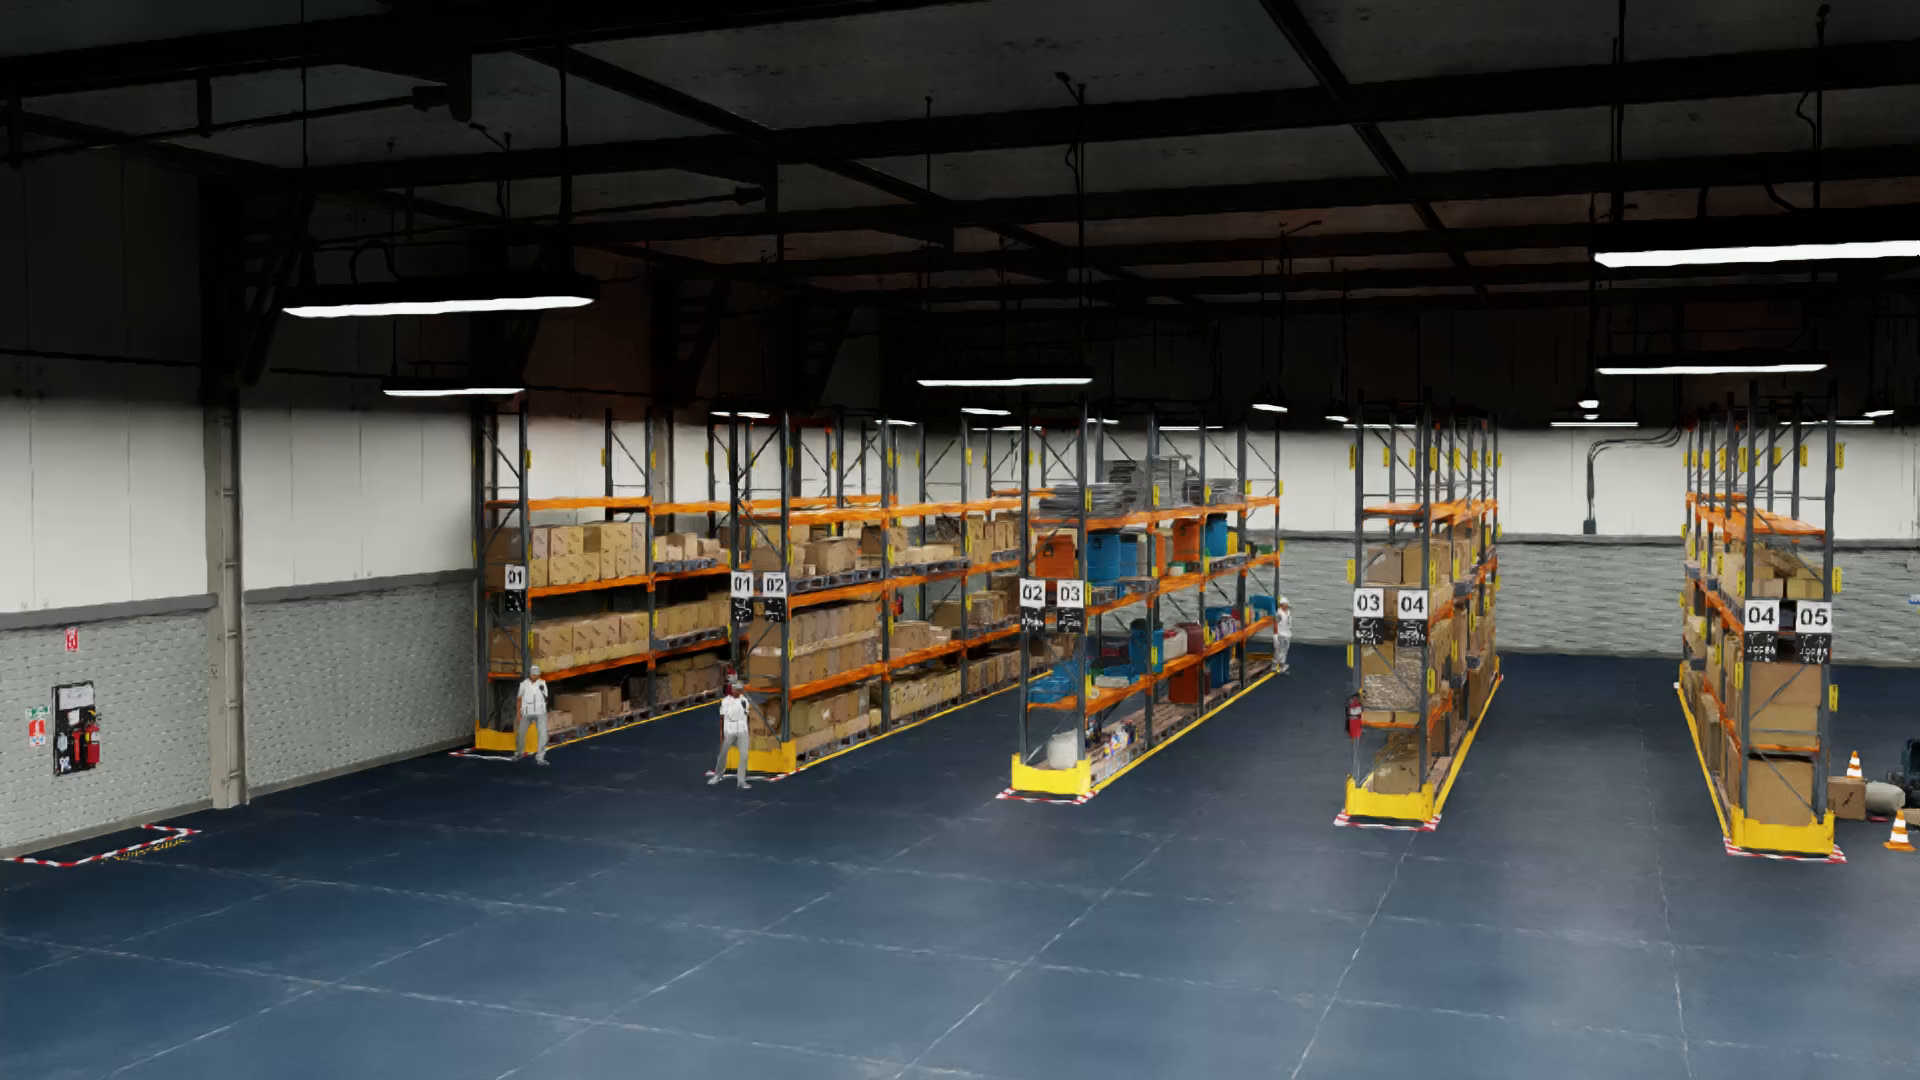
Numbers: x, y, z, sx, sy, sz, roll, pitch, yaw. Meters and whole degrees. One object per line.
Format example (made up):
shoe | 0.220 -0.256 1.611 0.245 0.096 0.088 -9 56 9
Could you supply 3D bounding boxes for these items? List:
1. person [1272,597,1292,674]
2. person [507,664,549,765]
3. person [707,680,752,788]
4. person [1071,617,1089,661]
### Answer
person | 7.502 2.227 38.785 0.578 1.794 0.400 -3 4 -44
person | -7.092 2.852 27.302 0.672 1.648 0.615 -1 3 -19
person | -3.521 2.942 25.393 0.636 1.653 0.609 -1 3 -20
person | 2.863 2.226 38.638 0.558 1.762 0.761 1 3 14
